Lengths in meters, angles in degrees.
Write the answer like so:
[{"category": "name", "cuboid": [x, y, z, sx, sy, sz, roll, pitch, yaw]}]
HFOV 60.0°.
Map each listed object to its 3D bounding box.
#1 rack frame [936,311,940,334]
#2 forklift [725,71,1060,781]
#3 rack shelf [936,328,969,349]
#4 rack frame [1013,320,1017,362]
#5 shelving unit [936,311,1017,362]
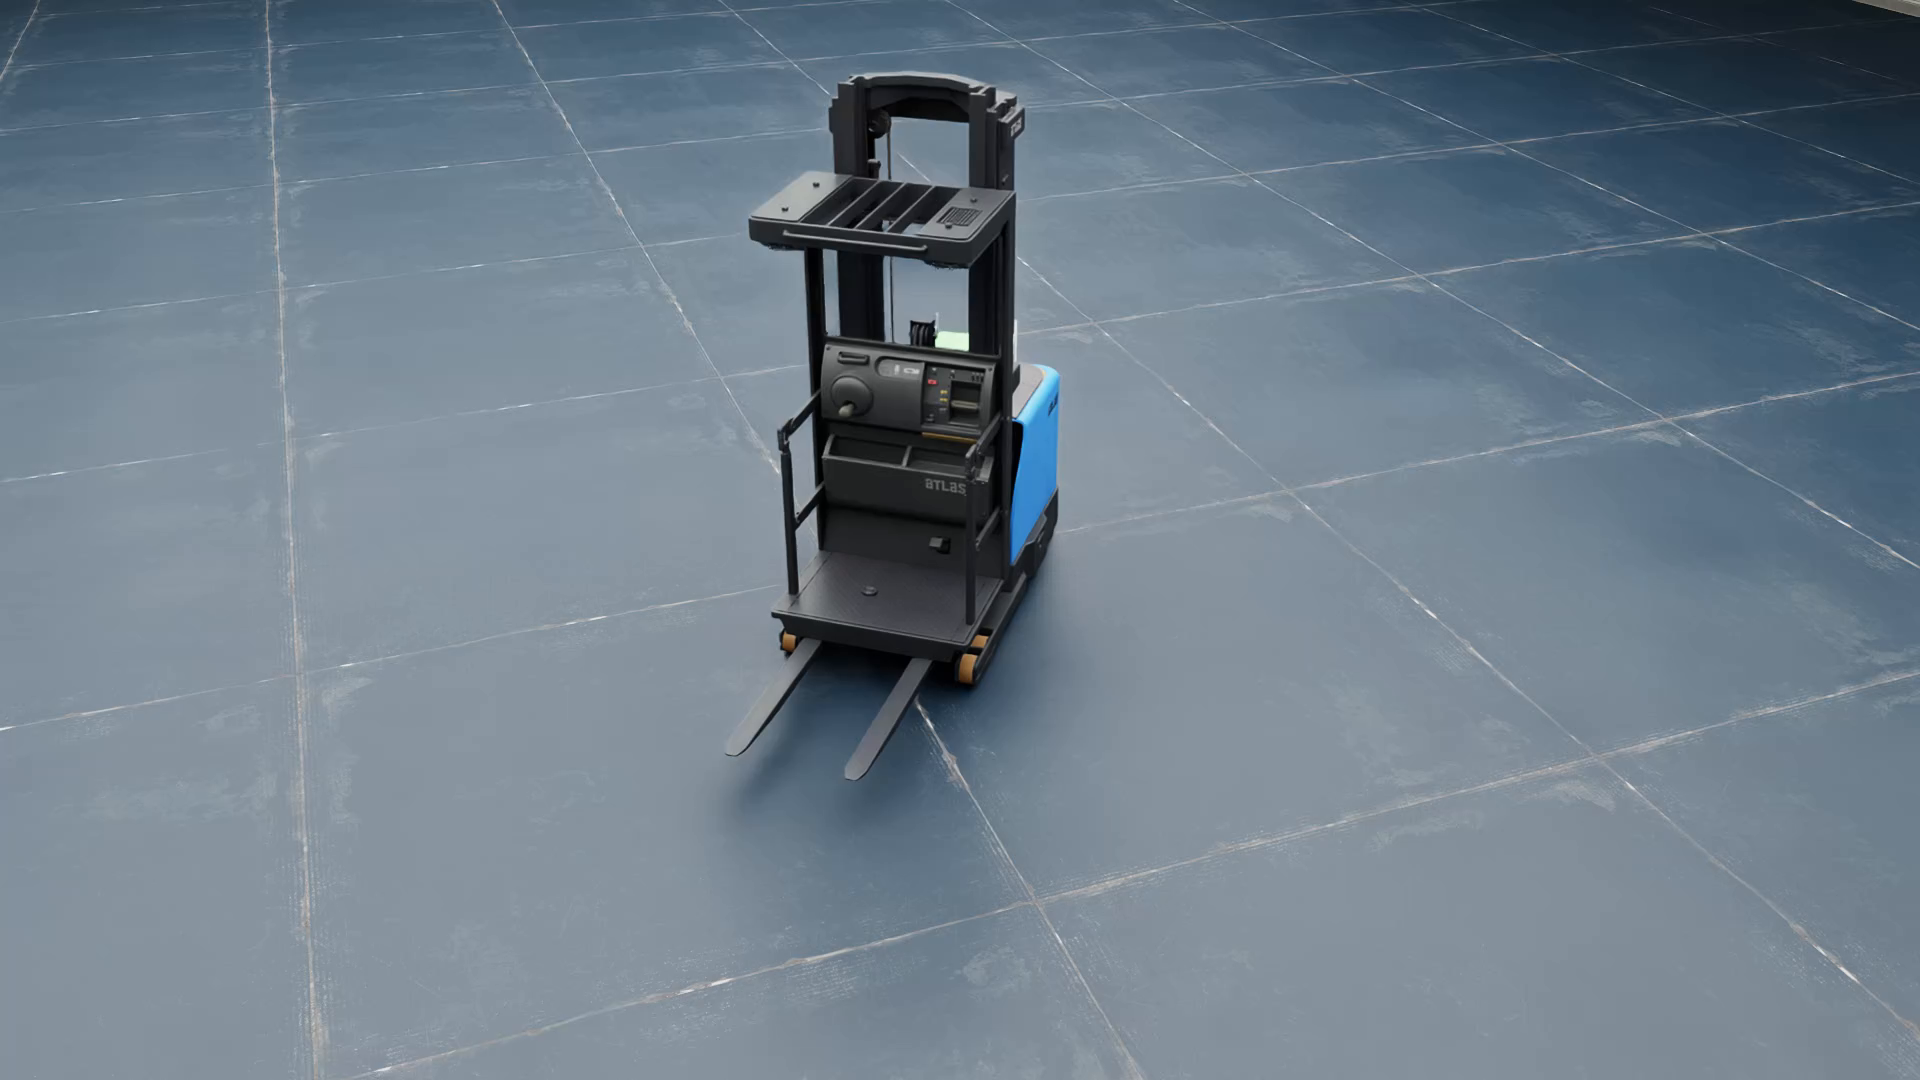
[{"category": "rack frame", "cuboid": [-0.166, -0.812, 10.314, 0.015, 1.200, 0.240, 9, 31, 15]}, {"category": "forklift", "cuboid": [-0.337, -0.731, 8.422, 1.130, 2.935, 3.031, 9, 31, 15]}, {"category": "rack shelf", "cuboid": [0.067, -1.138, 10.046, 0.480, 0.148, 0.258, 9, 31, 15]}, {"category": "rack frame", "cuboid": [0.300, -0.741, 10.189, 0.015, 1.200, 0.240, 9, 31, 15]}, {"category": "shelving unit", "cuboid": [0.067, -0.777, 10.252, 0.503, 1.200, 0.258, 9, 31, 15]}]
